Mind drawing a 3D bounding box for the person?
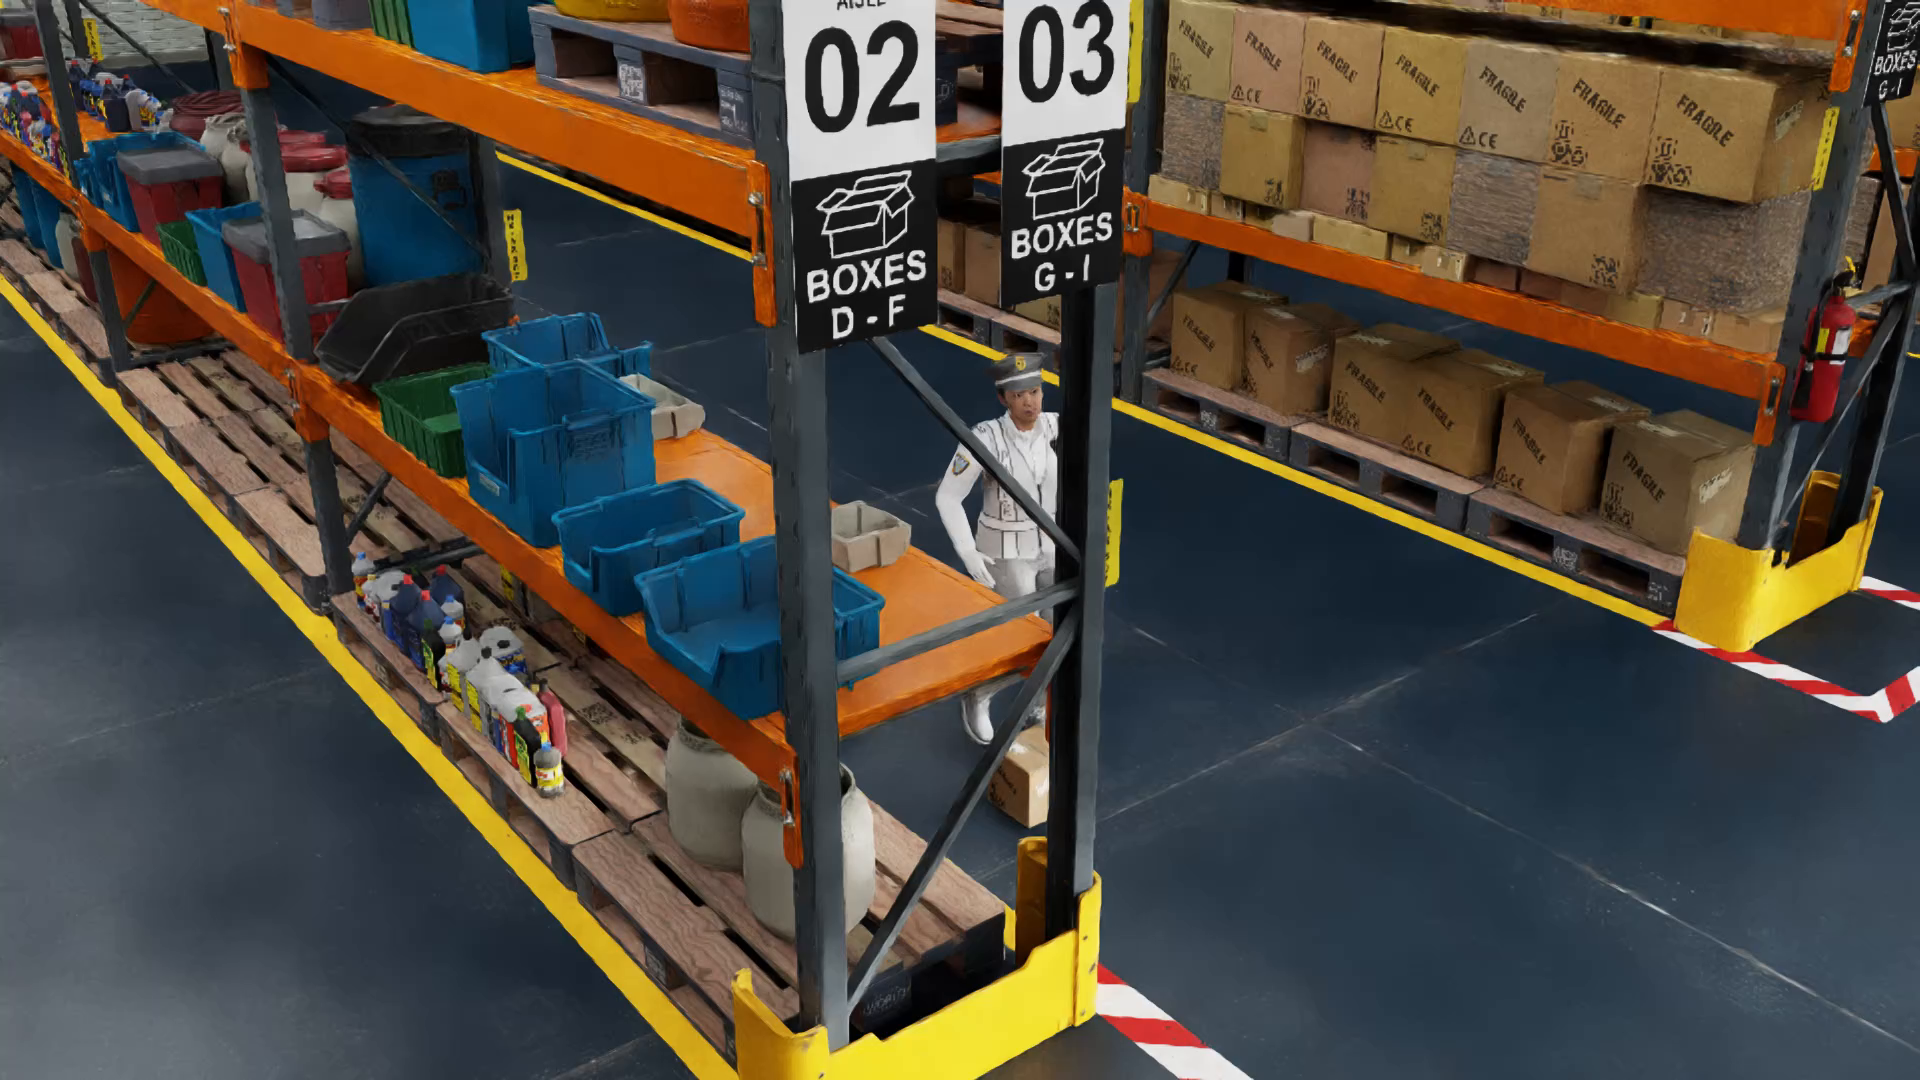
[{"bbox_3d":[0.288,0.065,6.469,0.675,1.668,0.467,-15,29,-30],"label":"person"}]
